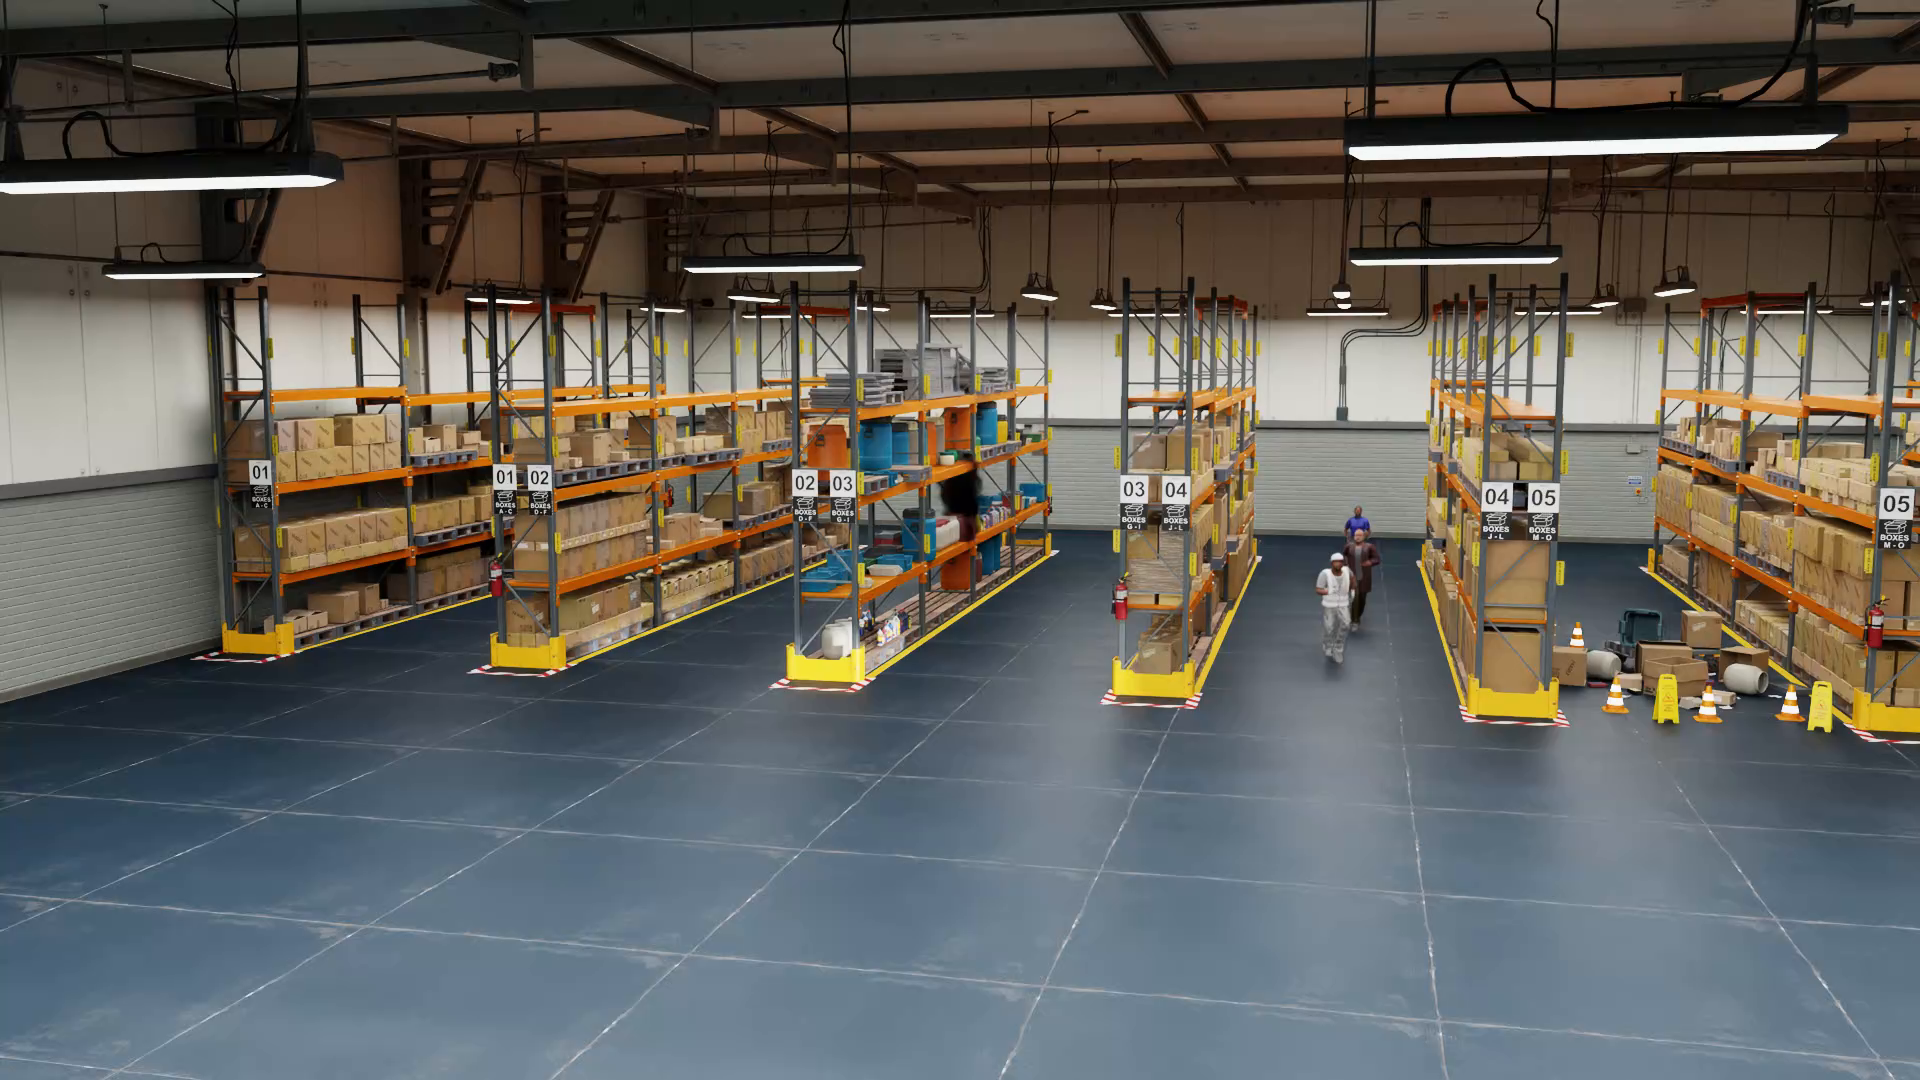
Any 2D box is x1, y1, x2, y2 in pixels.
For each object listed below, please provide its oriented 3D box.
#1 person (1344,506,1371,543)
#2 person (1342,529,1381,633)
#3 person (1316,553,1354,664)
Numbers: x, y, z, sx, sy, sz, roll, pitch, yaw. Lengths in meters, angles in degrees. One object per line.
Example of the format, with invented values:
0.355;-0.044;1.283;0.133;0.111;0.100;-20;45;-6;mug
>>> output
8.624;0.083;36.147;0.576;1.549;0.612;2;7;15;person
7.167;0.746;29.772;0.686;1.713;0.988;2;7;14;person
6.005;1.076;26.551;0.715;1.779;0.832;-1;7;-5;person
